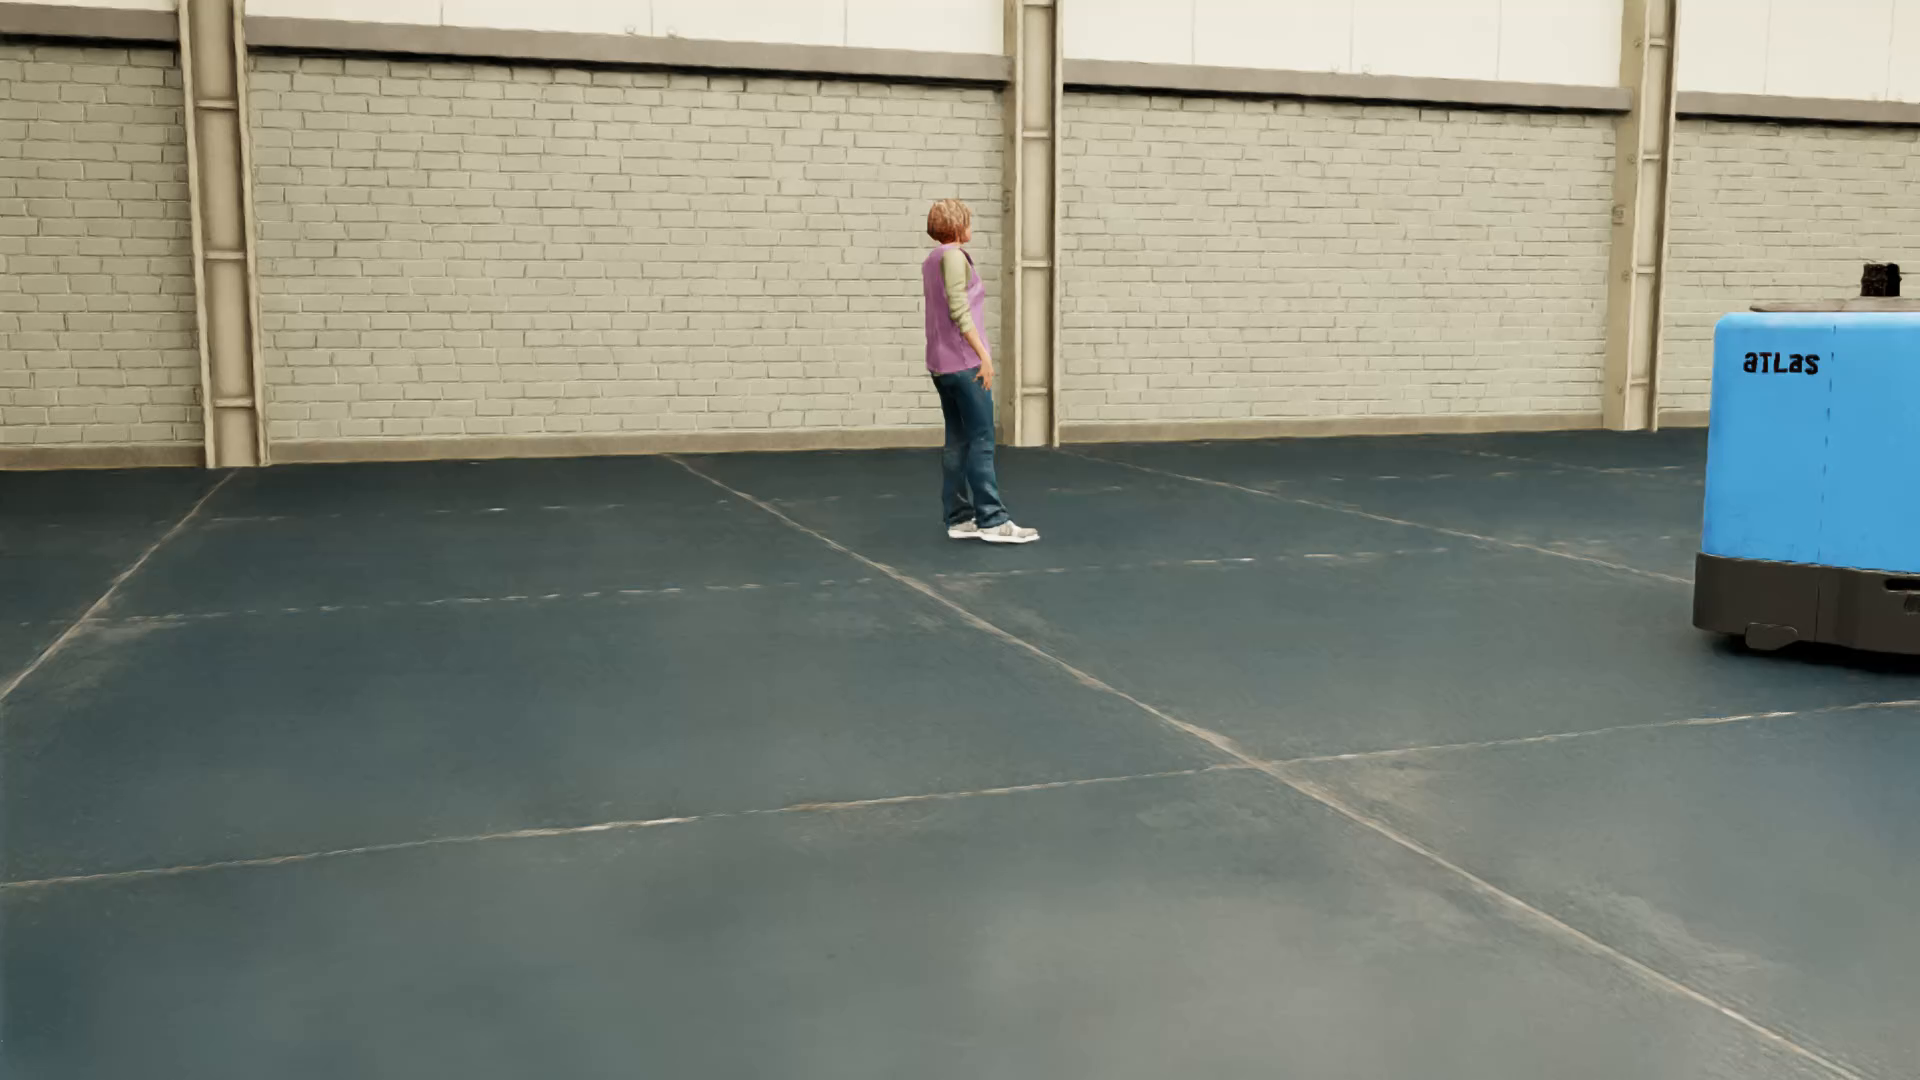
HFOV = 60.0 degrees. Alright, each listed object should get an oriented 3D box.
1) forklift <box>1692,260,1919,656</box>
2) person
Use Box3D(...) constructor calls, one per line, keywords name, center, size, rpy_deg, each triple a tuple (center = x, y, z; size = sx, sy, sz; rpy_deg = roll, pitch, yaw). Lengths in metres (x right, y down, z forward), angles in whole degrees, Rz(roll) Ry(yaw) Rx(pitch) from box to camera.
Box3D(name="forklift", center=(3.830, -1.029, 4.609), size=(3.031, 2.935, 1.130), rpy_deg=(6, 10, 38))
Box3D(name="person", center=(0.075, -0.800, 7.826), size=(0.474, 1.597, 0.520), rpy_deg=(-3, 8, -18))
